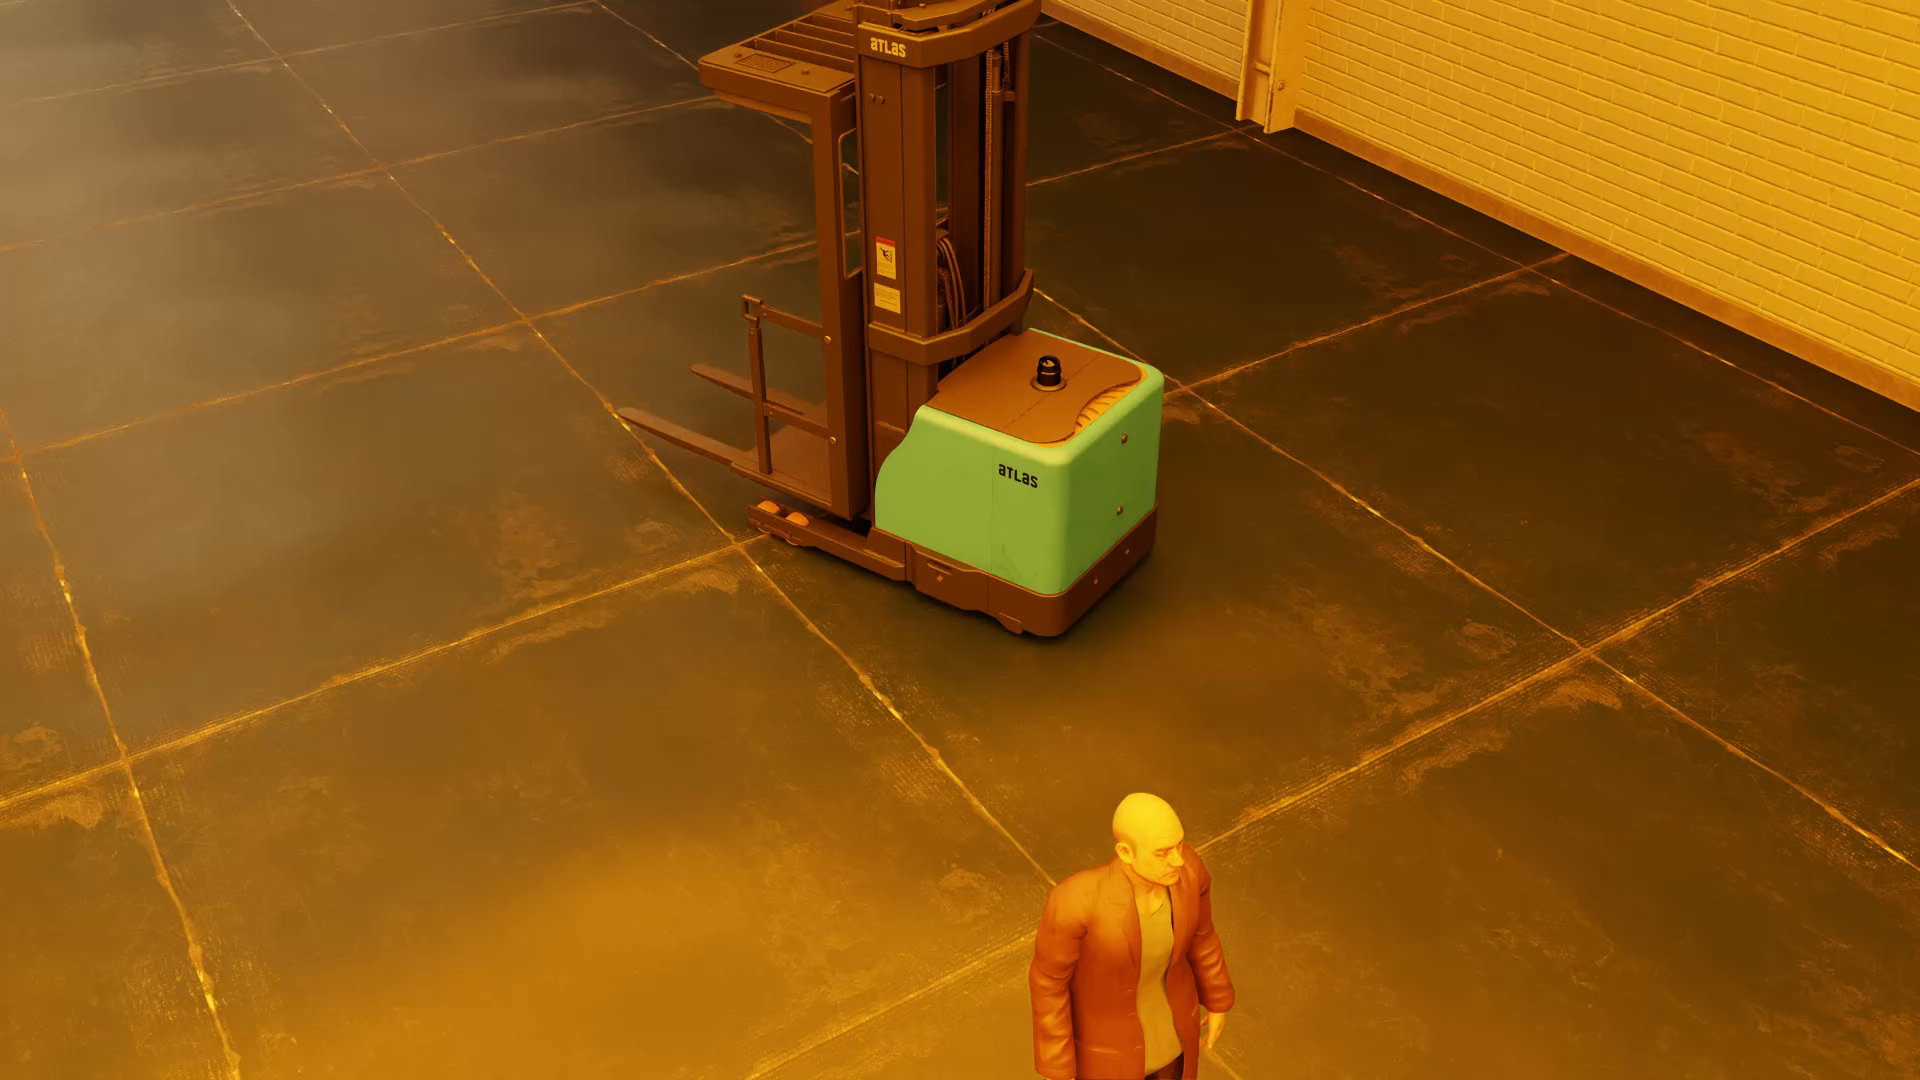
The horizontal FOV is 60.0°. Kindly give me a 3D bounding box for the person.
[{"bbox_3d":[0.566,1.542,4.944,0.698,1.778,0.579,-18,39,-24],"label":"person"}]

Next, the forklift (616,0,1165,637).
[{"bbox_3d":[-0.500,-1.399,8.138,3.031,2.935,1.130,22,41,28],"label":"forklift"}]
